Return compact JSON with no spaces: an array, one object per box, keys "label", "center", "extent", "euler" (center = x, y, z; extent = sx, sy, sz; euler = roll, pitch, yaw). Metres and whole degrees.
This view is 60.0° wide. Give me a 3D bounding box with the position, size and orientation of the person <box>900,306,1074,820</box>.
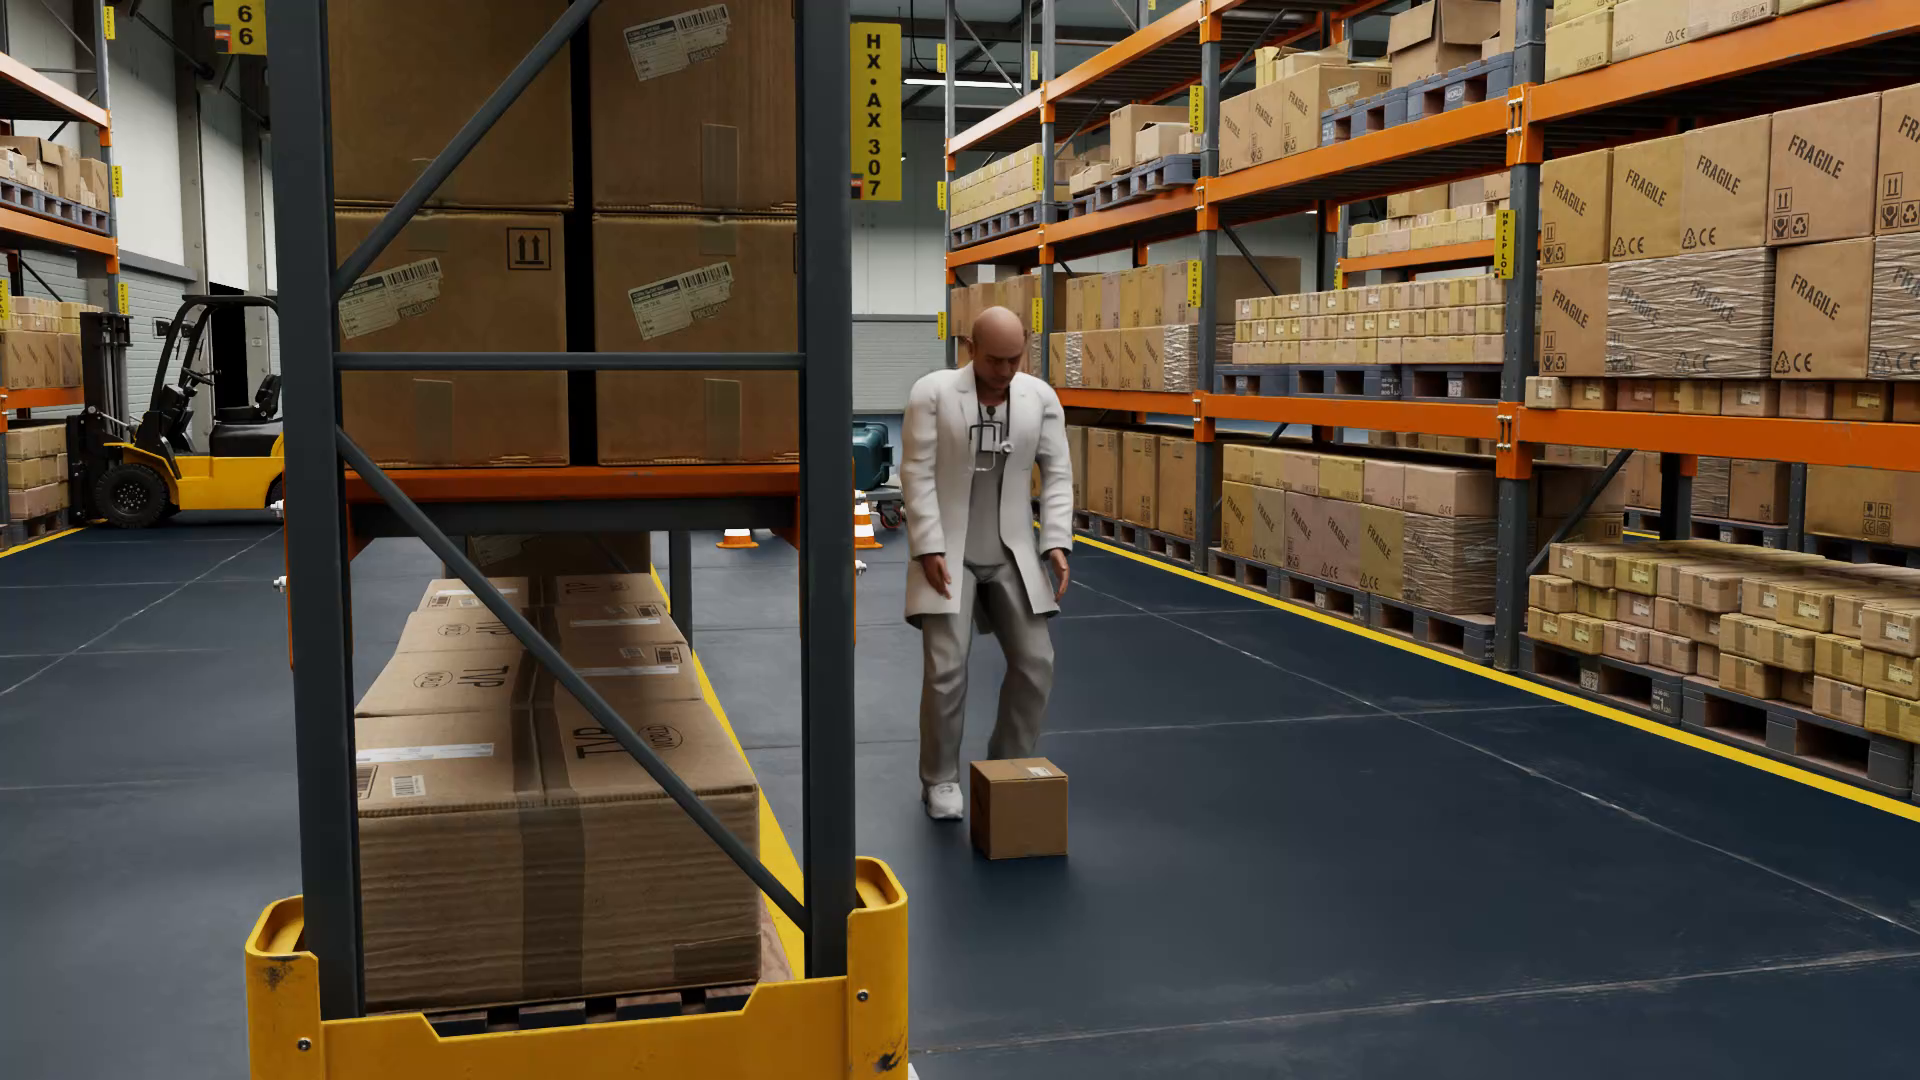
[{"label":"person","center":[0.093,0.071,5.629],"extent":[0.599,1.703,0.459],"euler":[-1,6,-12]}]
